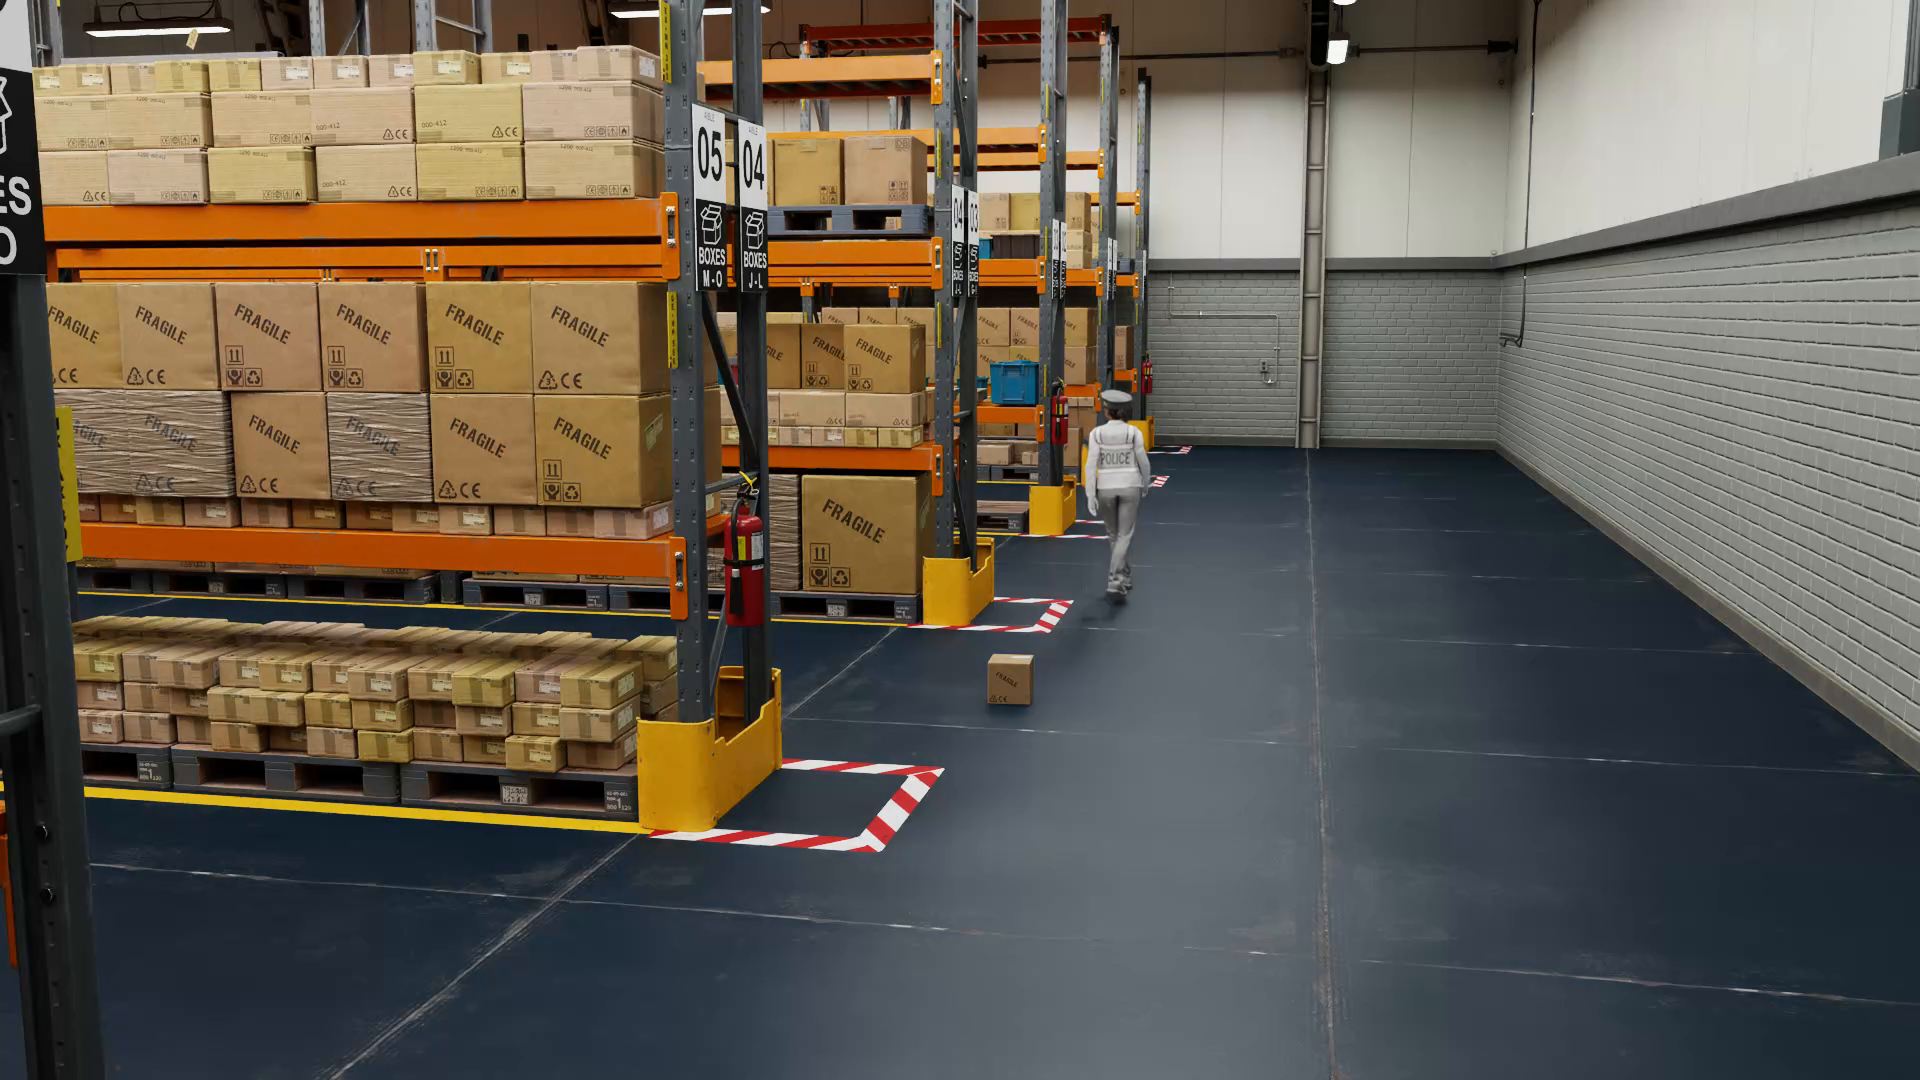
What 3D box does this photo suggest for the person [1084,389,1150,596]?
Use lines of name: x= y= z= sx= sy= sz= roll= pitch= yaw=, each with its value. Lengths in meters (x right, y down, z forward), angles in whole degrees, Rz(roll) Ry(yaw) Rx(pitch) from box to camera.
person: x=1.277 y=-0.387 z=13.438 sx=0.502 sy=1.651 sz=0.861 roll=2 pitch=8 yaw=16
